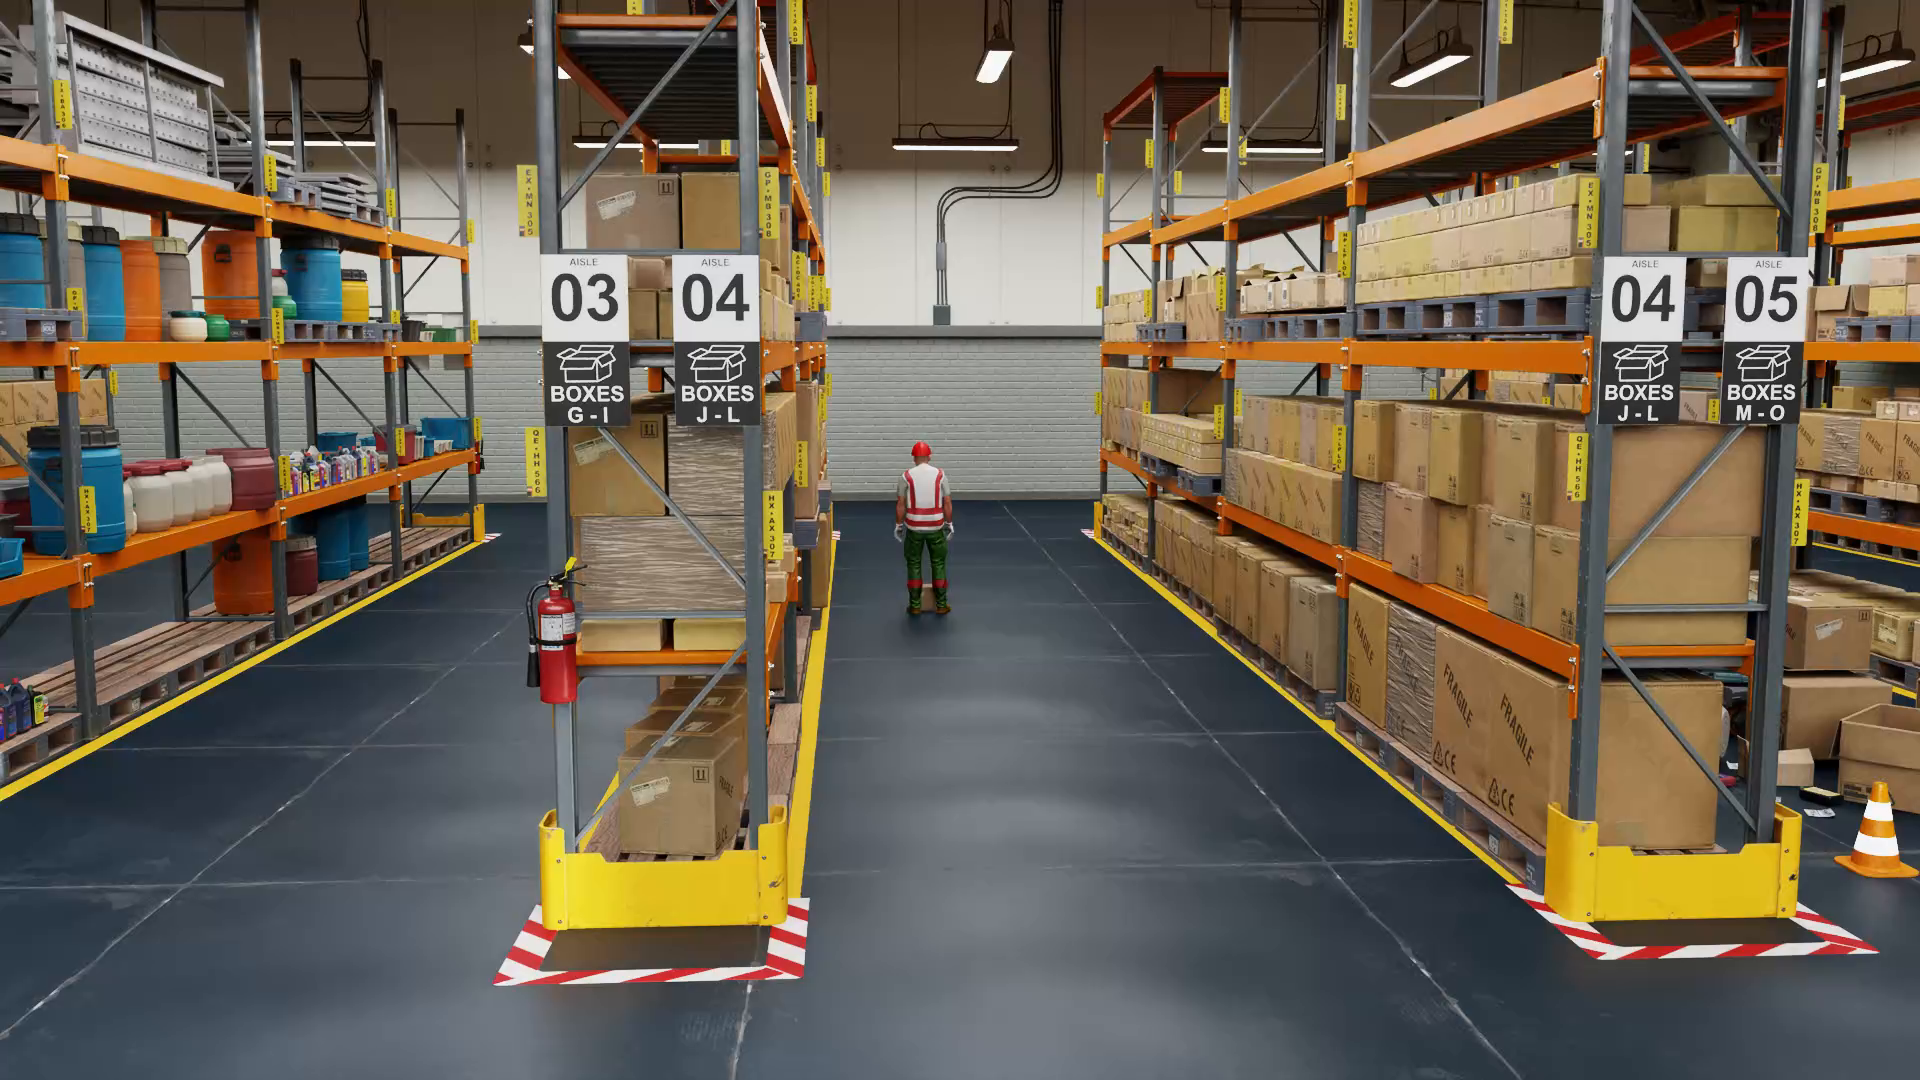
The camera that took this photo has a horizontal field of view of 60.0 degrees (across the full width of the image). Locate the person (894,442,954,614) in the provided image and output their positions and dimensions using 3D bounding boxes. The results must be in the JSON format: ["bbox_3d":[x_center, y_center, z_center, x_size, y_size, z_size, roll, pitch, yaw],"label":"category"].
[{"bbox_3d":[-0.370,-0.127,17.242,0.623,1.780,0.451,-1,7,-6],"label":"person"}]
